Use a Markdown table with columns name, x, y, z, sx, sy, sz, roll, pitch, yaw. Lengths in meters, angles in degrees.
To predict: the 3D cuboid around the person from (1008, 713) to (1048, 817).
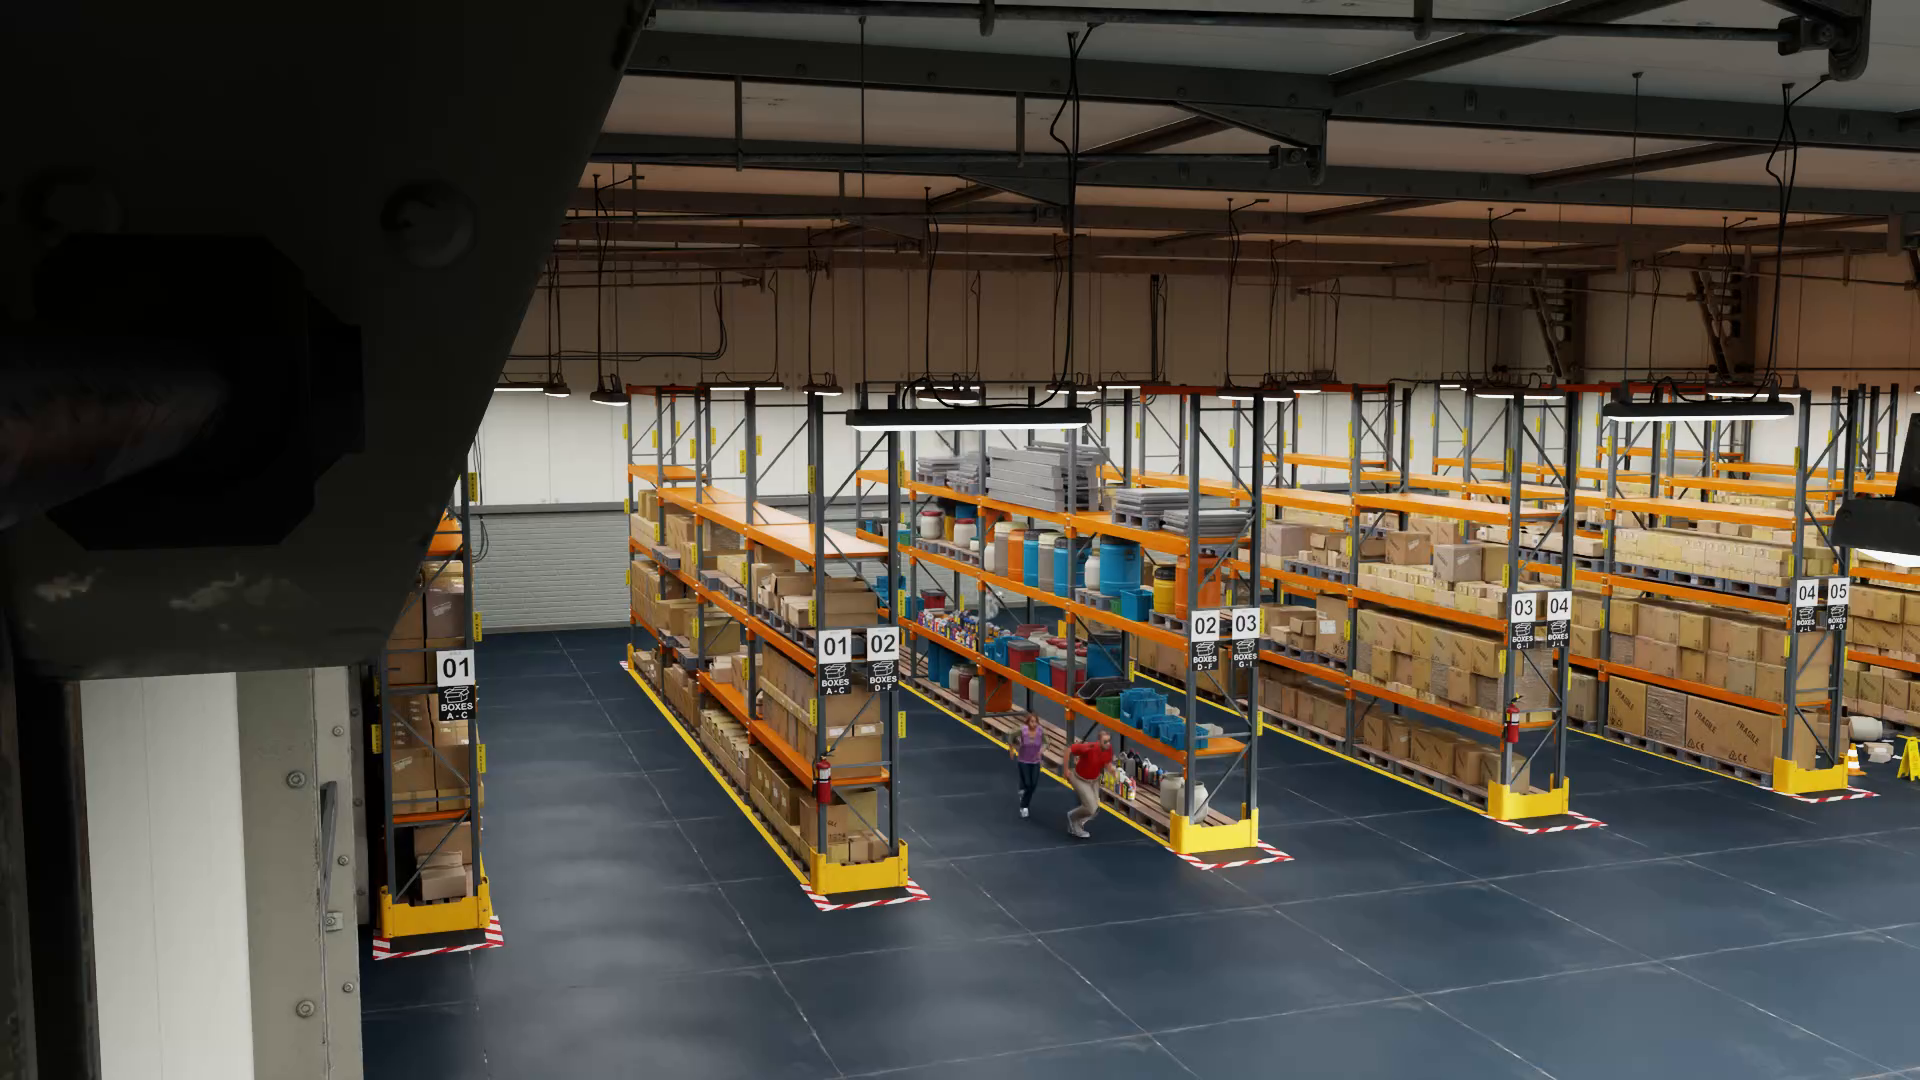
| name | x | y | z | sx | sy | sz | roll | pitch | yaw |
| --- | --- | --- | --- | --- | --- | --- | --- | --- | --- |
| person | 0.972 | 3.163 | 23.517 | 0.527 | 1.530 | 0.666 | -1 | 6 | -13 |

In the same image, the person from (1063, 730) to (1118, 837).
| name | x | y | z | sx | sy | sz | roll | pitch | yaw |
| --- | --- | --- | --- | --- | --- | --- | --- | --- | --- |
| person | 1.721 | 3.269 | 22.205 | 0.694 | 1.544 | 0.867 | -5 | 8 | -39 |

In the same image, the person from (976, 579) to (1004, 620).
| name | x | y | z | sx | sy | sz | roll | pitch | yaw |
| --- | --- | --- | --- | --- | --- | --- | --- | --- | --- |
| person | 0.666 | 1.408 | 39.287 | 0.718 | 1.738 | 0.689 | 0 | 6 | -4 |
